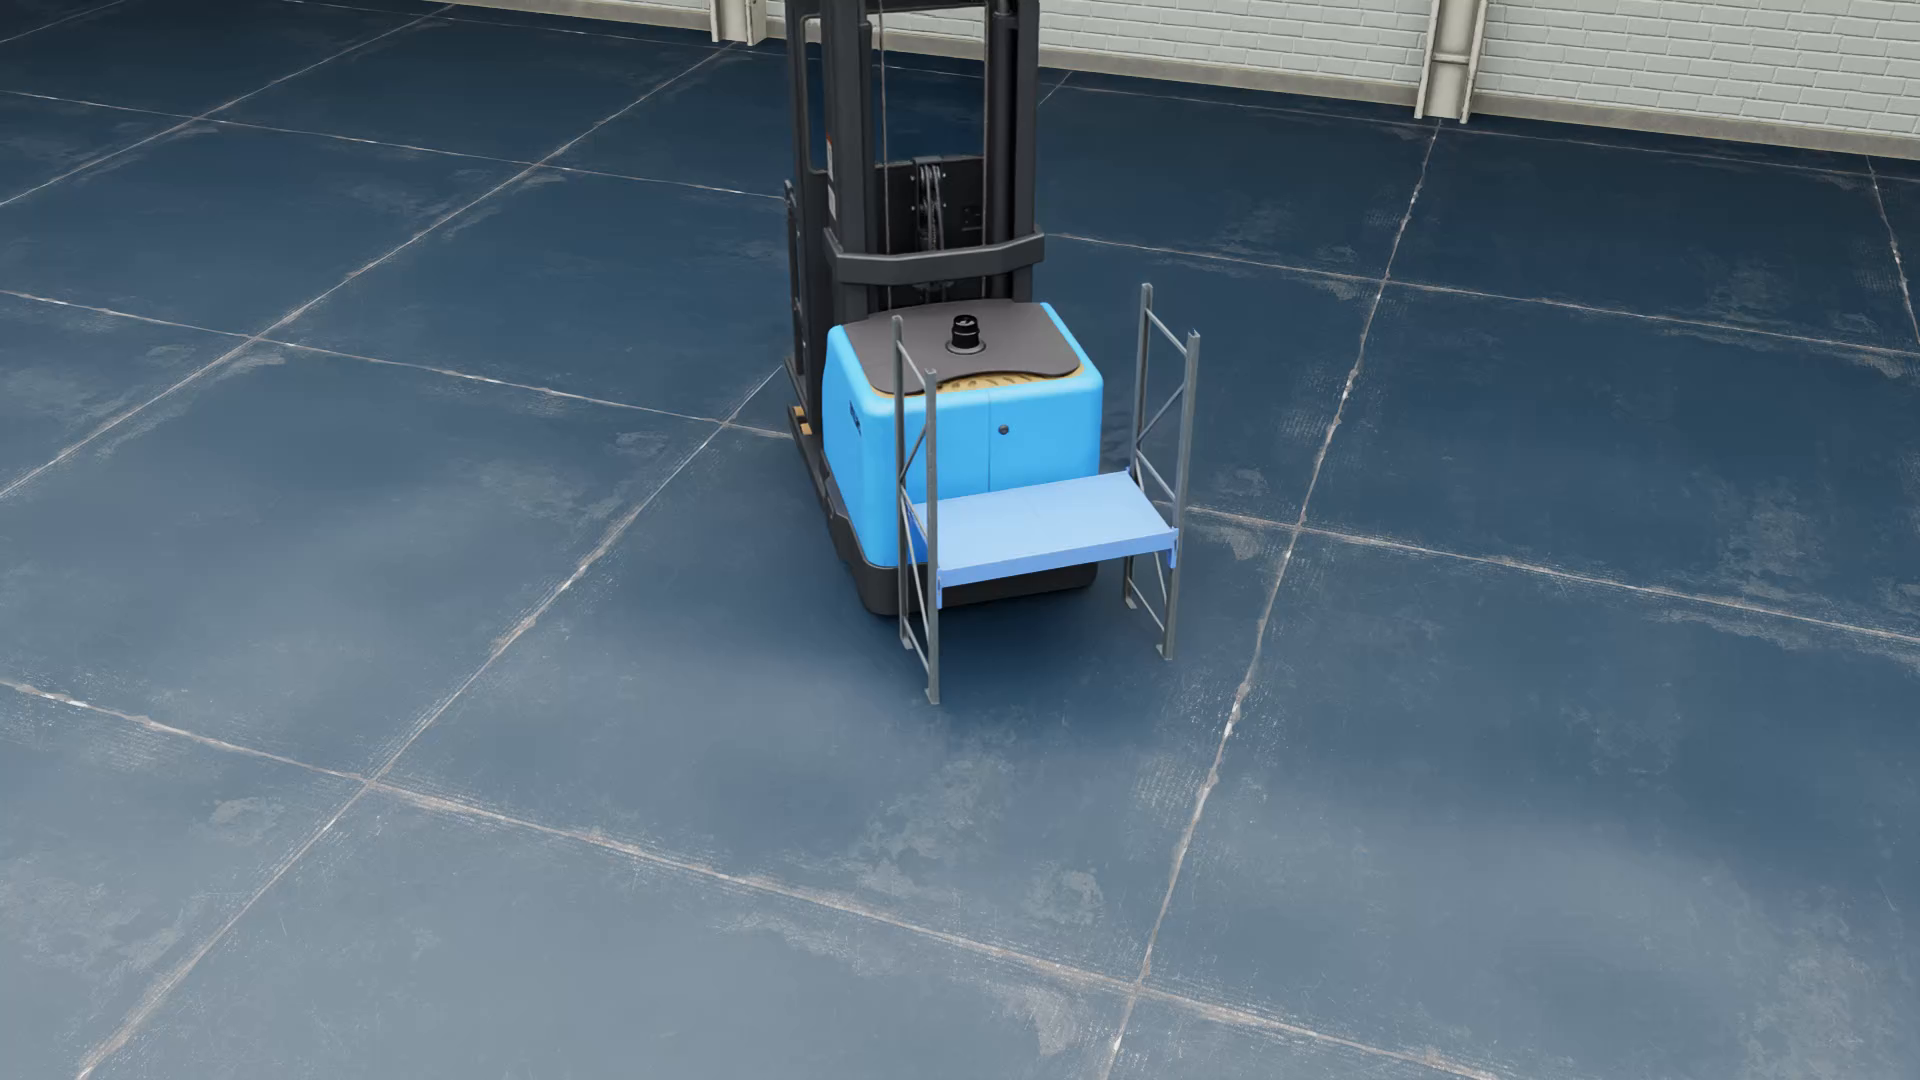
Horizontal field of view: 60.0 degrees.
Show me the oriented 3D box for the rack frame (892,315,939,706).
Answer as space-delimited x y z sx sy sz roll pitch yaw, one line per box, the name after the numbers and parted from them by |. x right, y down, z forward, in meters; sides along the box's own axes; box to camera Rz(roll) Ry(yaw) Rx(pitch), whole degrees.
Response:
-0.171 -0.091 6.508 0.032 1.500 0.500 -9 34 -14 | rack frame

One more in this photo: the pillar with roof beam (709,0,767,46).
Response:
-3.375 -5.966 8.695 0.400 9.000 9.100 11 34 16 | pillar with roof beam

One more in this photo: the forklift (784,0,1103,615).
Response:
-0.261 -1.702 7.684 1.130 2.935 3.031 -8 34 -12 | forklift

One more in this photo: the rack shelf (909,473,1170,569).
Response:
0.316 -0.061 6.703 0.952 0.062 0.459 -9 34 -14 | rack shelf

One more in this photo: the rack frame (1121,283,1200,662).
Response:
0.802 -0.251 6.757 0.032 1.500 0.500 -9 34 -14 | rack frame

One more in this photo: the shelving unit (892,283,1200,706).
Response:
0.316 -0.171 6.632 1.048 1.500 0.500 -9 34 -14 | shelving unit

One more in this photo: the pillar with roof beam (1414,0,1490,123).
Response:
2.274 -4.868 6.994 0.400 9.000 9.100 11 34 16 | pillar with roof beam
